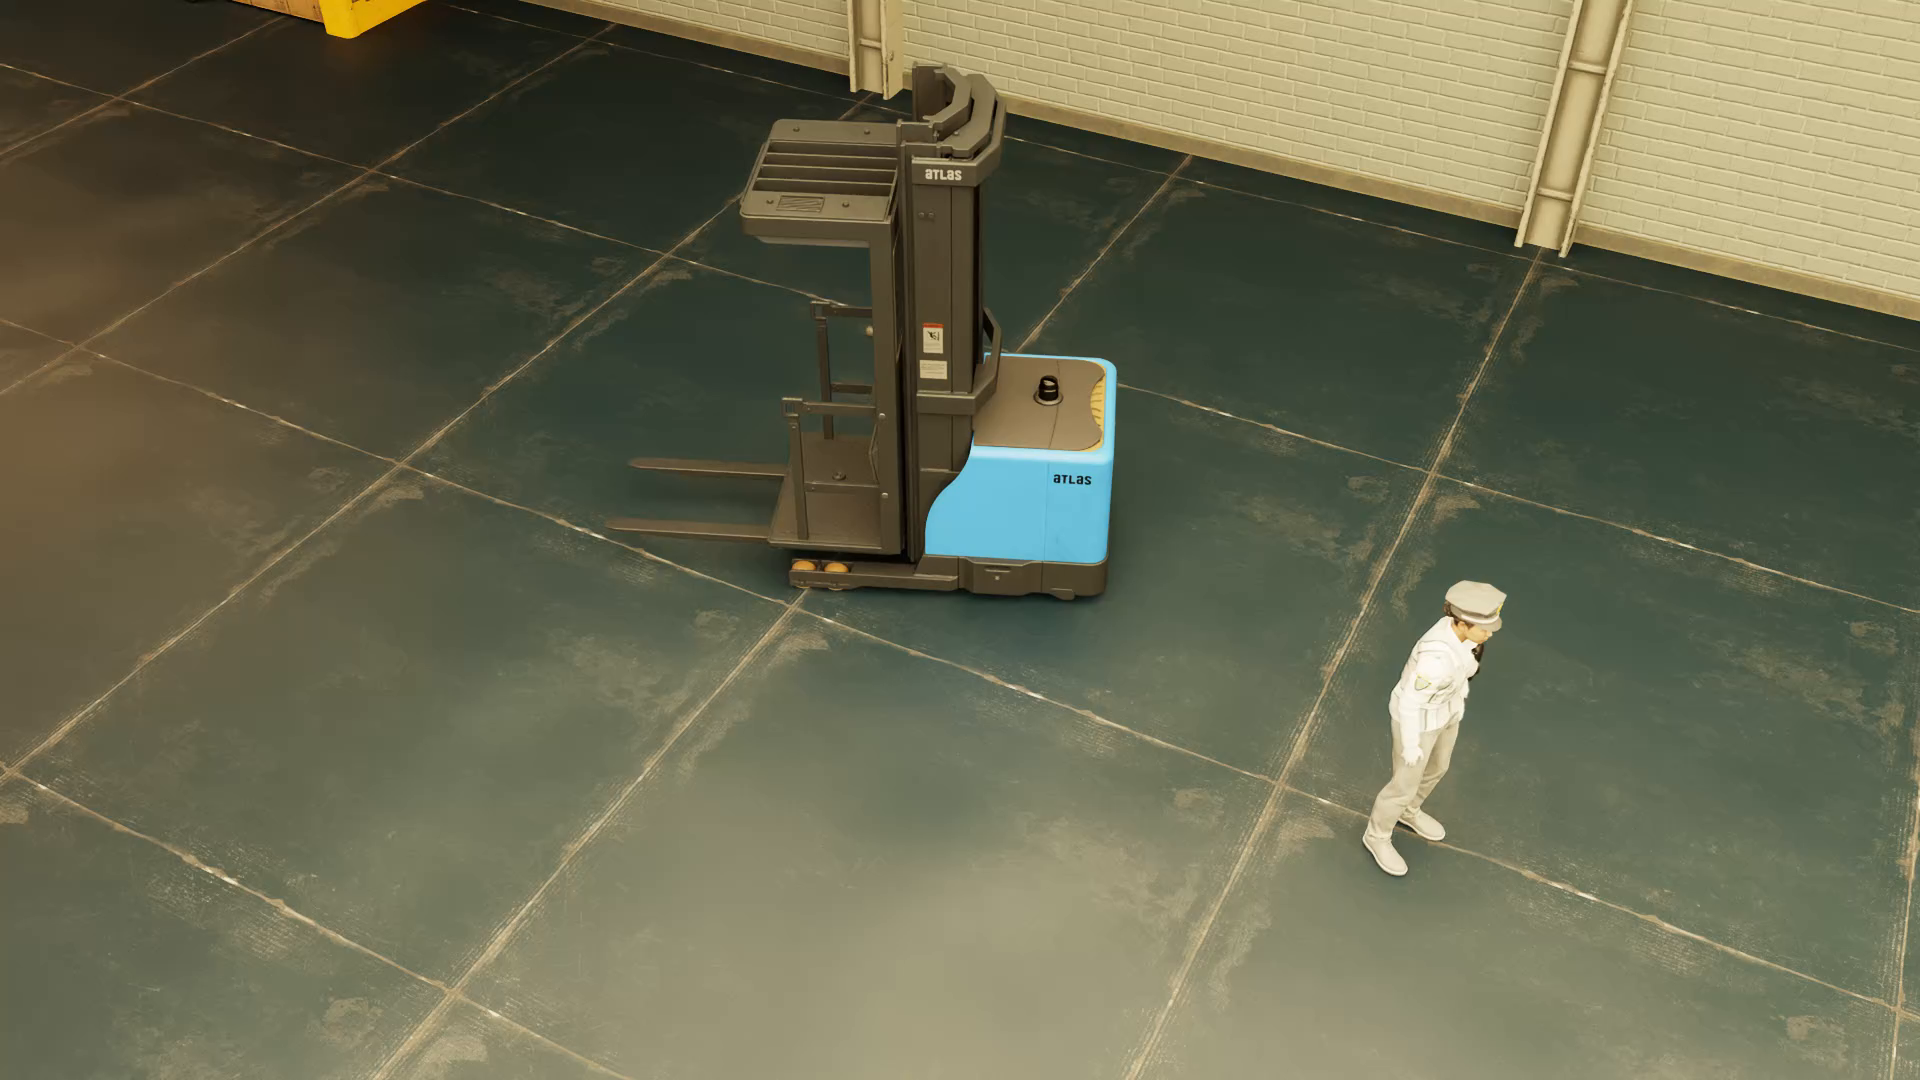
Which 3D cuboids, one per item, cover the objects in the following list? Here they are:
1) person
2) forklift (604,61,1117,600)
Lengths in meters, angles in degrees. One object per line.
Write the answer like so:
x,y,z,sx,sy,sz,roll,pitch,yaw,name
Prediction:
2.254,0.859,7.952,0.374,1.665,0.547,32,50,32,person
-0.606,-1.157,9.360,3.031,2.935,1.130,3,40,4,forklift
